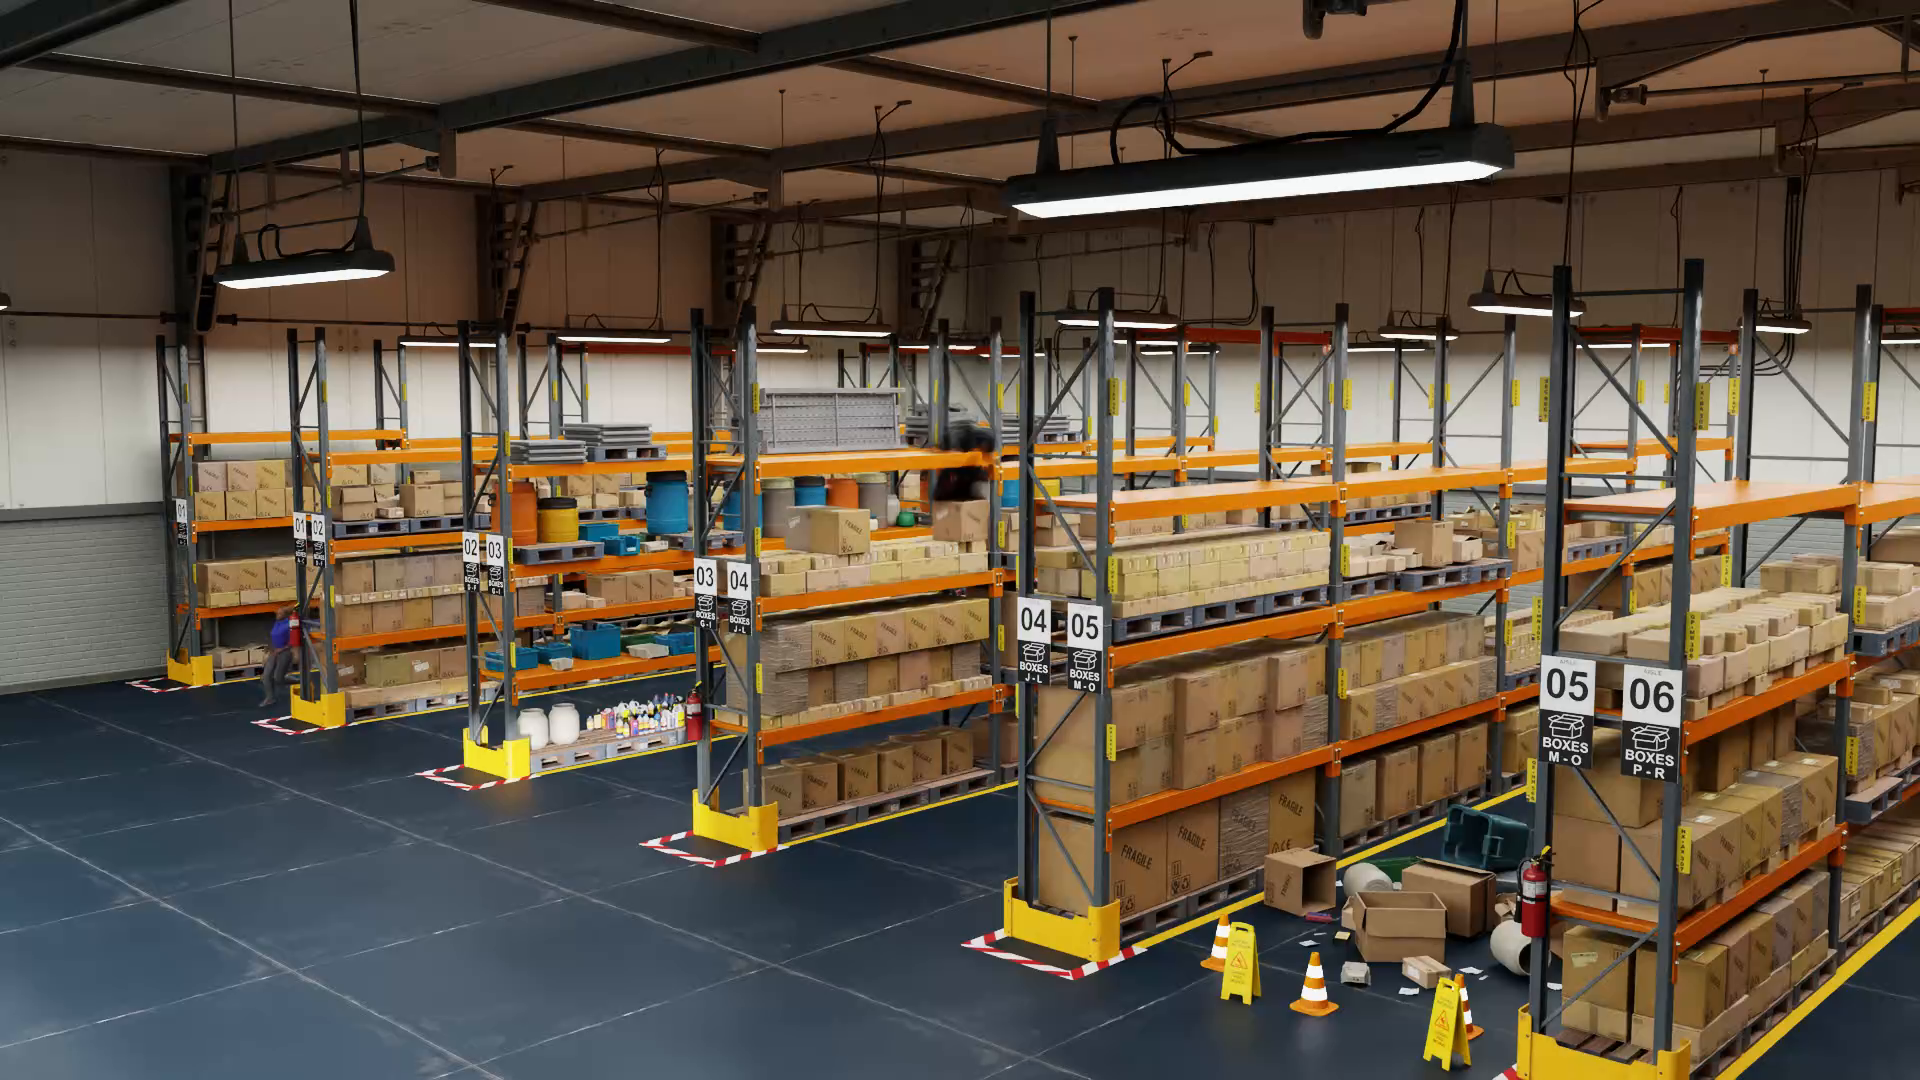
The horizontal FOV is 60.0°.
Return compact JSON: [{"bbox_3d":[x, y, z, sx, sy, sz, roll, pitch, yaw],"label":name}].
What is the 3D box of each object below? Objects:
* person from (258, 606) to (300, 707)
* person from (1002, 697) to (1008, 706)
[{"bbox_3d":[-10.893,1.866,26.786,0.615,1.629,0.724,4,6,33],"label":"person"},{"bbox_3d":[0.894,1.798,26.734,0.568,1.678,0.940,4,6,33],"label":"person"}]
